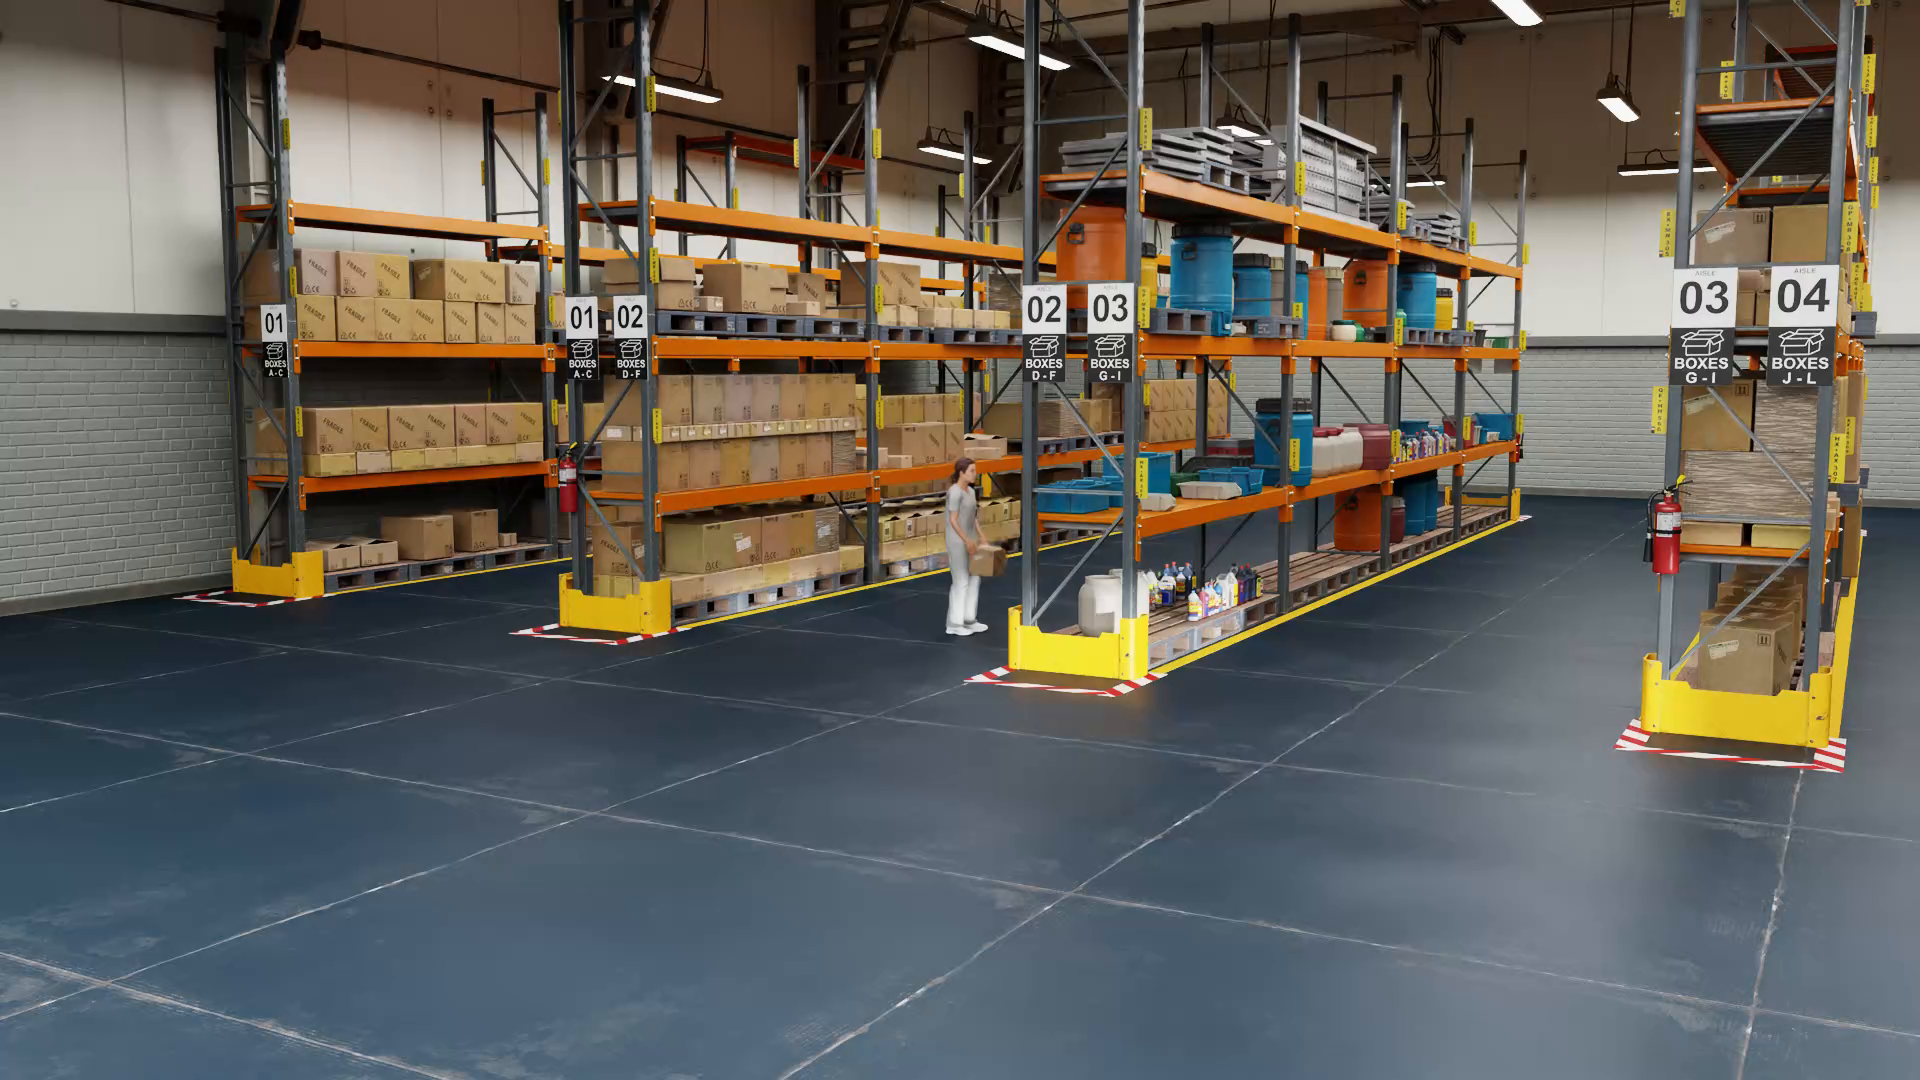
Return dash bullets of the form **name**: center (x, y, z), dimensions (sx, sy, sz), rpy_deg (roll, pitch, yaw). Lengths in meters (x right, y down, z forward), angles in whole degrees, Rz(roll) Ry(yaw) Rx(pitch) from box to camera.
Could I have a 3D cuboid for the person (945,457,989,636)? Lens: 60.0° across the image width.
- **person**: center (0.053, 0.050, 15.839), dimensions (0.378, 1.676, 0.467), rpy_deg (3, 7, 27)
